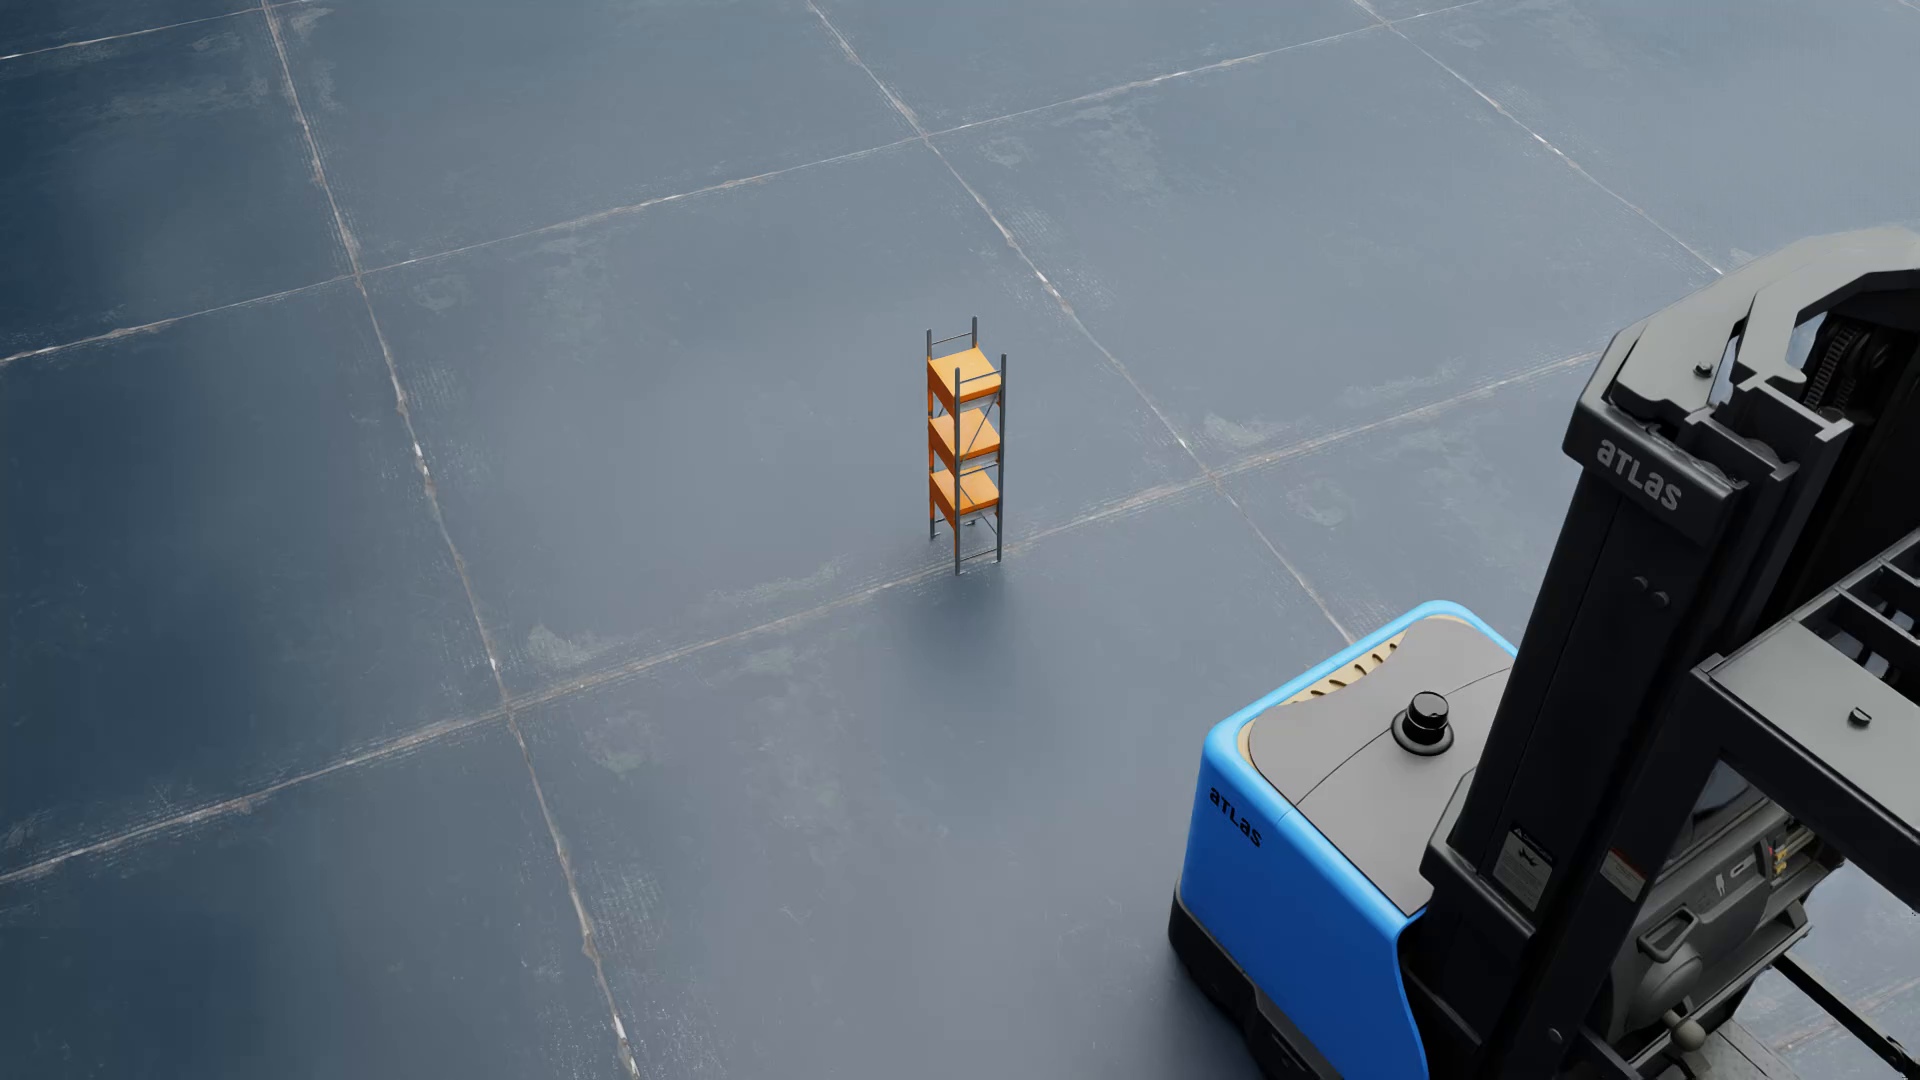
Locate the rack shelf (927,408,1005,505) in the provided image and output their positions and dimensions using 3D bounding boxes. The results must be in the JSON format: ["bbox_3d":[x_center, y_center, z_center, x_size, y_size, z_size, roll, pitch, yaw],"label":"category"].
[{"bbox_3d":[0.022,-0.332,6.354,0.215,0.259,0.240,-18,47,-17],"label":"rack shelf"}]

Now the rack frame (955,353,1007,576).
[{"bbox_3d":[0.074,-0.262,6.268,0.200,1.050,0.008,-18,47,-17],"label":"rack frame"}]

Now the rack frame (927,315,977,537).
[{"bbox_3d":[-0.029,-0.417,6.425,0.200,1.050,0.008,-18,47,-17],"label":"rack frame"}]

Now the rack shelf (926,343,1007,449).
[{"bbox_3d":[0.022,-0.534,6.155,0.215,0.259,0.240,-18,47,-17],"label":"rack shelf"}]

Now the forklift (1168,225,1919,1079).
[{"bbox_3d":[1.923,0.924,3.727,1.130,2.935,3.031,-26,50,-24],"label":"forklift"}]

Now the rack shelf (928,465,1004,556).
[{"bbox_3d":[0.022,-0.134,6.549,0.215,0.259,0.240,-18,47,-17],"label":"rack shelf"}]

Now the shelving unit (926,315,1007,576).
[{"bbox_3d":[0.022,-0.340,6.347,0.215,1.050,0.252,-18,47,-17],"label":"shelving unit"}]
